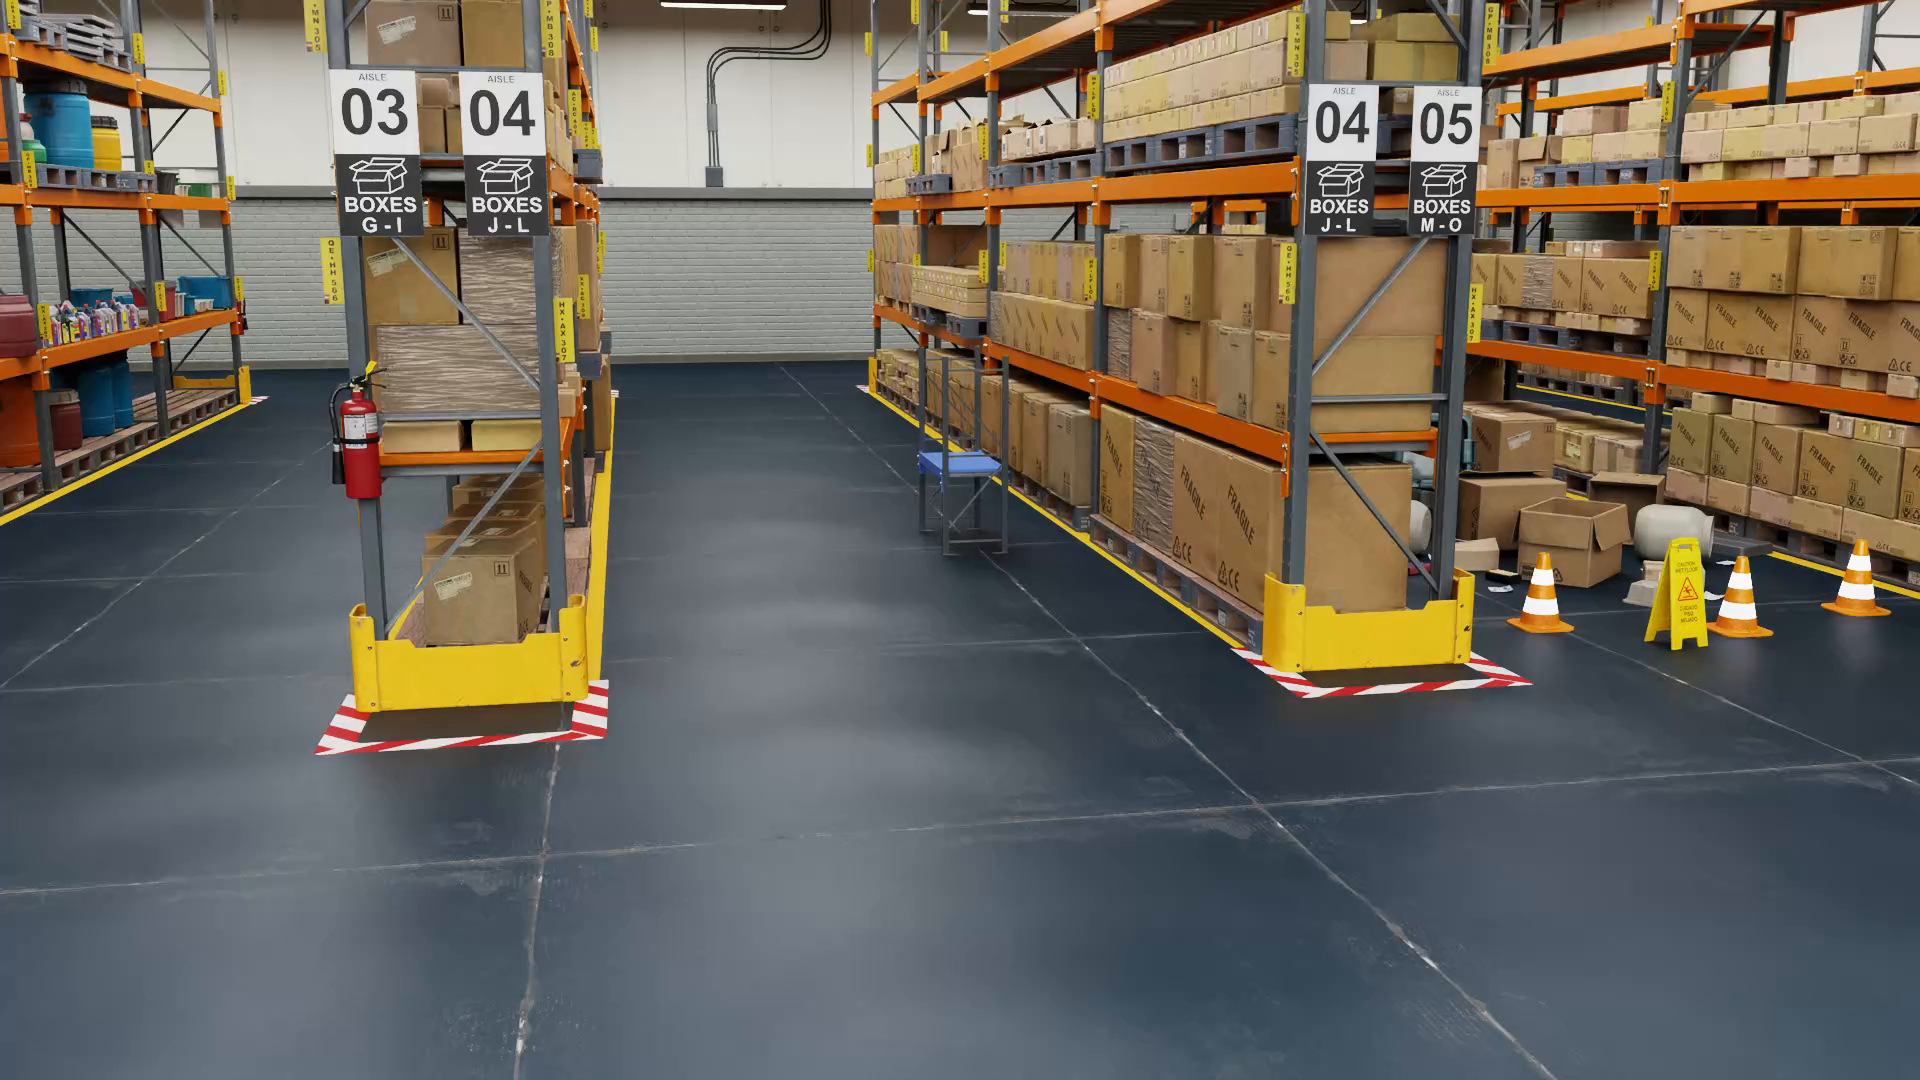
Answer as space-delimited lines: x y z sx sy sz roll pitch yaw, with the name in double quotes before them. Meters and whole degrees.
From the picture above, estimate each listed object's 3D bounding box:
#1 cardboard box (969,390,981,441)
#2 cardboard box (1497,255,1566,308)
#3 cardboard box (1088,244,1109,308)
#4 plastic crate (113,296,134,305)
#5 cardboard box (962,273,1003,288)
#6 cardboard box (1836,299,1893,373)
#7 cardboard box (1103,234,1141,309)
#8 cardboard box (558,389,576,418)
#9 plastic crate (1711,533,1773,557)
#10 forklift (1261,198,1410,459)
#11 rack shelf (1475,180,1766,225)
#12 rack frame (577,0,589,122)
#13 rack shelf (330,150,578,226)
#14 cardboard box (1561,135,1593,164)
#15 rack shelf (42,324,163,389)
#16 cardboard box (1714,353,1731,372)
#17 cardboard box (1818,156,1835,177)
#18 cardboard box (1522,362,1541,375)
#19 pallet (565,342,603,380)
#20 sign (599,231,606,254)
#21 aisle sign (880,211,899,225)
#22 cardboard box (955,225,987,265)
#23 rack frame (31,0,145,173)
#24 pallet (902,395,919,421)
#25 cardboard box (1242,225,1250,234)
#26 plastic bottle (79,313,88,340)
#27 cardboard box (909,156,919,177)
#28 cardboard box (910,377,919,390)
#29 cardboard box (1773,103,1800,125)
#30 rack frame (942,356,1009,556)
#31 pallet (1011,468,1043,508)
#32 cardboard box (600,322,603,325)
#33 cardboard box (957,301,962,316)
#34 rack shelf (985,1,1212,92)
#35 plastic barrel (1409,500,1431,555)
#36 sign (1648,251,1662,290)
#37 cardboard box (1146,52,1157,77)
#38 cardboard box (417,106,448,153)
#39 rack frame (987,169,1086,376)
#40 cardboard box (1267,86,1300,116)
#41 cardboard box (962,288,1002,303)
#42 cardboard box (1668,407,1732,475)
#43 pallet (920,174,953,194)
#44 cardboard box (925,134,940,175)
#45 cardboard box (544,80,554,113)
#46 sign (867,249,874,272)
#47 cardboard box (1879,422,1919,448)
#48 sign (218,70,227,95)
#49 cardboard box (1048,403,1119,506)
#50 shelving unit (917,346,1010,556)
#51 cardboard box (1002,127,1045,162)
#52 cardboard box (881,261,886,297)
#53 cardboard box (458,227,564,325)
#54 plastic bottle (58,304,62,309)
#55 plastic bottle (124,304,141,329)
"cardboard box" 0.389 -1.344 17.796 0.500 0.500 0.500 -2 11 -11
"cardboard box" 5.688 -2.571 16.495 0.500 0.500 0.500 -2 11 -10
"cardboard box" 1.450 -2.152 13.538 0.700 0.500 0.500 -2 11 -12
"plastic crate" -10.486 -2.973 21.081 0.416 0.233 0.300 -2 11 -11
"cardboard box" 0.229 -2.703 17.331 0.380 0.149 0.250 -3 11 -13
"cardboard box" 6.603 -1.454 11.751 0.500 0.500 0.500 -2 11 -11
"cardboard box" 1.590 -2.056 12.686 0.875 0.550 0.550 -2 11 -11
"cardboard box" -2.573 -0.841 10.266 0.380 0.149 0.250 -2 11 -11
"plastic crate" 5.889 0.033 12.810 0.402 0.080 0.583 -6 13 -31
"forklift" 3.513 -1.945 15.576 1.130 2.935 3.031 -3 11 -15
"rack shelf" 5.999 -3.206 15.920 1.077 0.370 4.000 -2 11 -11
"rack frame" -4.889 -5.773 19.461 1.000 3.000 0.127 -2 11 -11
"rack shelf" -2.944 -2.112 10.172 1.077 0.370 4.000 -2 11 -11
"cardboard box" 5.940 -3.614 15.416 0.500 0.250 0.500 -2 11 -10
"rack shelf" -9.358 -1.926 17.215 1.077 0.370 4.000 -2 11 -11
"cardboard box" 6.316 -1.434 13.381 0.380 0.149 0.250 -2 11 -11
"cardboard box" 6.507 -2.720 12.113 0.380 0.149 0.250 -2 11 -11
"cardboard box" 9.076 -2.806 25.477 0.700 0.500 0.500 -2 11 -9
"pallet" -3.339 -1.410 13.095 1.003 0.211 1.213 -2 11 -11
"sign" -5.132 -4.262 23.836 0.100 0.325 0.005 -2 11 -11
"aisle sign" -1.091 -5.001 24.496 0.394 0.787 0.004 -2 11 -11
"cardboard box" 0.147 -3.766 21.223 0.500 0.500 0.500 -2 11 -10
"rack frame" -9.747 -5.593 18.514 1.000 3.000 0.127 -2 11 -11
"pallet" -0.169 -1.740 21.773 1.003 0.211 1.213 -2 11 -11
"cardboard box" 4.210 -4.372 23.466 0.380 0.149 0.250 -2 11 -11
"plastic bottle" -8.957 -2.174 16.942 0.097 0.271 0.097 0 11 0
"cardboard box" -0.343 -4.709 20.955 0.500 0.250 0.500 -3 11 -14
"cardboard box" -0.442 -2.035 21.573 0.380 0.149 0.250 -3 11 -14
"cardboard box" 6.373 -3.203 12.520 0.380 0.149 0.250 -2 11 -13
"rack frame" 0.115 -0.628 12.484 0.500 1.500 0.032 -2 11 -11
"pallet" 1.087 -0.514 15.331 1.003 0.211 1.213 -2 11 -11
"cardboard box" -5.464 -2.608 23.434 0.875 0.875 0.875 -2 11 -11
"cardboard box" 0.181 -2.456 17.629 0.380 0.149 0.250 -2 11 -11
"rack shelf" 1.163 -4.285 14.634 1.077 0.370 4.000 -2 11 -11
"plastic barrel" 3.277 -0.103 12.604 0.512 0.421 0.421 6 12 28
"sign" 5.844 -2.267 13.989 0.100 0.325 0.005 -2 11 -11
"cardboard box" 1.489 -3.252 11.385 0.380 0.149 0.250 -2 11 -10
"cardboard box" -2.898 -2.104 8.608 0.500 0.250 0.500 -2 11 -10
"rack frame" 0.774 -2.254 17.018 1.000 3.000 0.127 -2 11 -11
"cardboard box" 1.933 -2.441 9.259 0.380 0.149 0.250 -2 11 -11
"cardboard box" 0.231 -2.557 17.363 0.380 0.149 0.250 -2 11 -10
"cardboard box" 6.238 -0.825 13.734 0.500 0.500 0.500 -2 11 -8
"pallet" 0.216 -4.062 18.995 1.213 0.211 1.003 -2 11 -11
"cardboard box" -0.038 -4.643 20.157 0.700 0.500 0.500 -2 11 -11
"cardboard box" -2.337 -2.331 8.733 0.380 0.149 0.250 -2 11 -10
"sign" -1.314 -4.127 24.542 0.100 0.325 0.005 -2 11 -11
"cardboard box" 6.617 -0.730 11.502 0.380 0.149 0.250 -2 11 -9
"sign" -9.989 -6.191 22.520 0.100 0.325 0.005 -2 11 -11
"cardboard box" 1.343 -0.732 13.915 1.050 0.750 0.750 -2 11 -11
"shelving unit" 0.017 -0.721 12.974 0.538 1.500 1.048 -2 11 -11
"cardboard box" 0.699 -3.799 15.957 0.500 0.311 0.500 -2 11 -11
"cardboard box" -0.837 -3.727 23.693 0.500 0.500 0.500 -2 11 -11
"cardboard box" -2.395 -1.422 8.910 0.500 0.500 0.500 -2 11 -11
"plastic bottle" -10.095 -2.506 18.651 0.061 0.283 0.133 -2 11 -11
"plastic bottle" -9.354 -2.524 18.769 0.152 0.276 0.135 -2 11 -11
